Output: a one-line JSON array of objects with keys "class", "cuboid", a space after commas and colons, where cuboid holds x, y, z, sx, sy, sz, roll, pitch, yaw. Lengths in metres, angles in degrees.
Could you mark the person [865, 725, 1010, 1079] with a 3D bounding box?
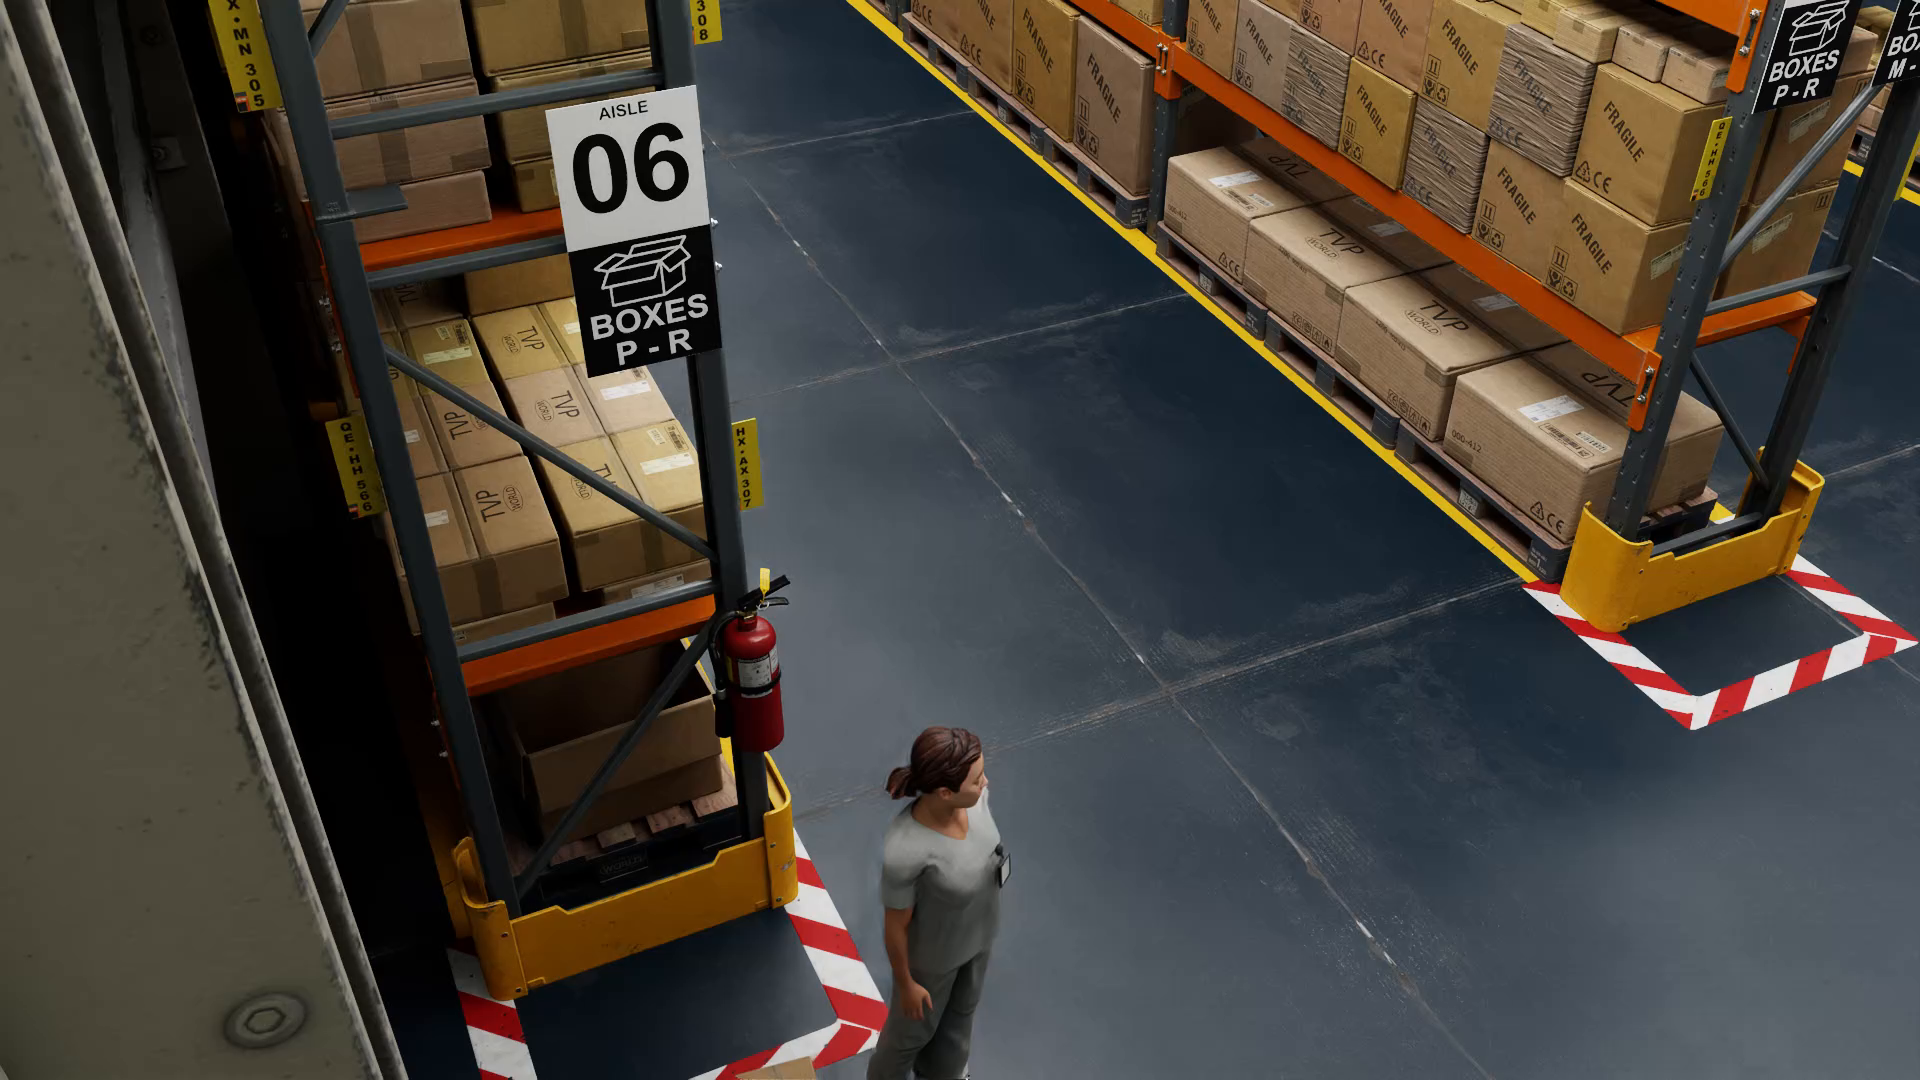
[{"class": "person", "cuboid": [-0.113, 1.214, 5.031, 0.392, 1.673, 0.582, 29, 46, 33]}]
